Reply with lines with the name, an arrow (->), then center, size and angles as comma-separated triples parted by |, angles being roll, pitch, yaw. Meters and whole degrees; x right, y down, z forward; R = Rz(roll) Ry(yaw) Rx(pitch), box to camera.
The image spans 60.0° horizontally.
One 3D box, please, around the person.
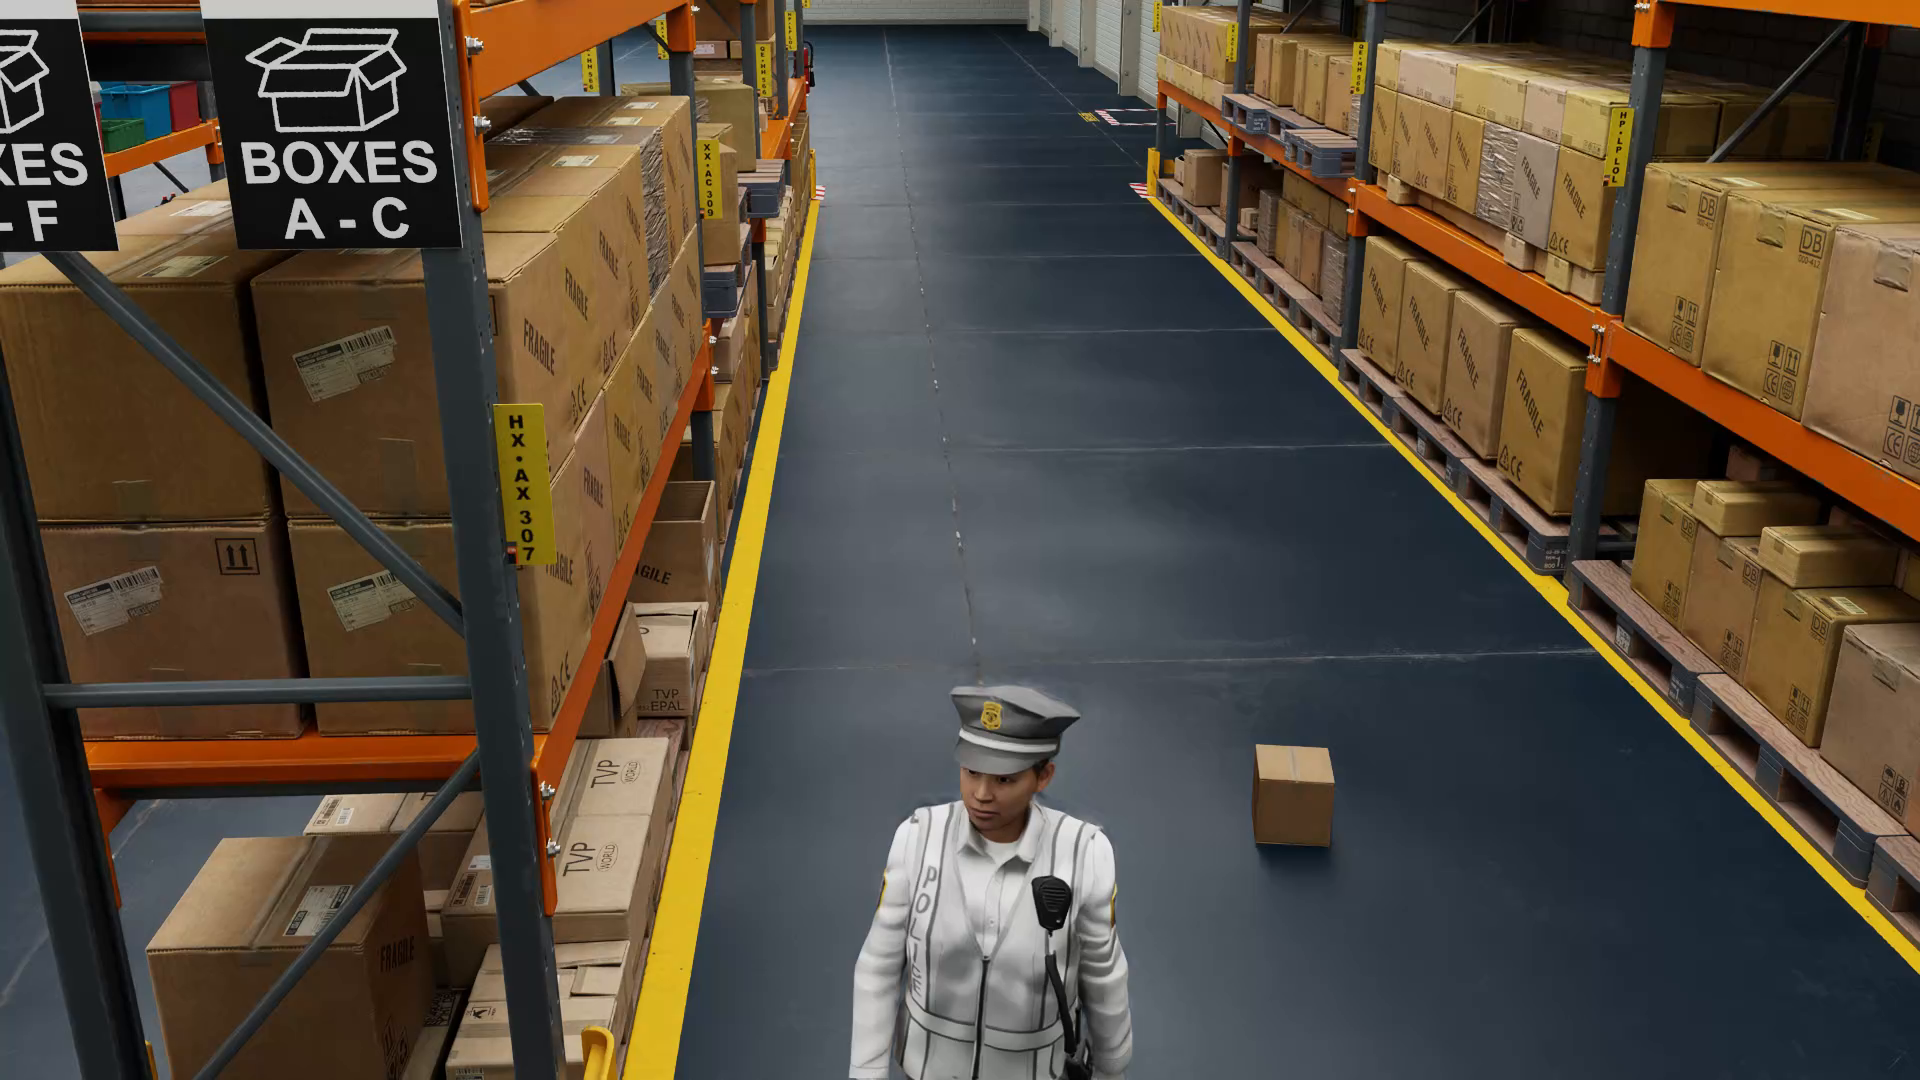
person -> 0.037, 1.056, 3.169 | 0.526, 1.645, 0.922 | 5, 21, 13
